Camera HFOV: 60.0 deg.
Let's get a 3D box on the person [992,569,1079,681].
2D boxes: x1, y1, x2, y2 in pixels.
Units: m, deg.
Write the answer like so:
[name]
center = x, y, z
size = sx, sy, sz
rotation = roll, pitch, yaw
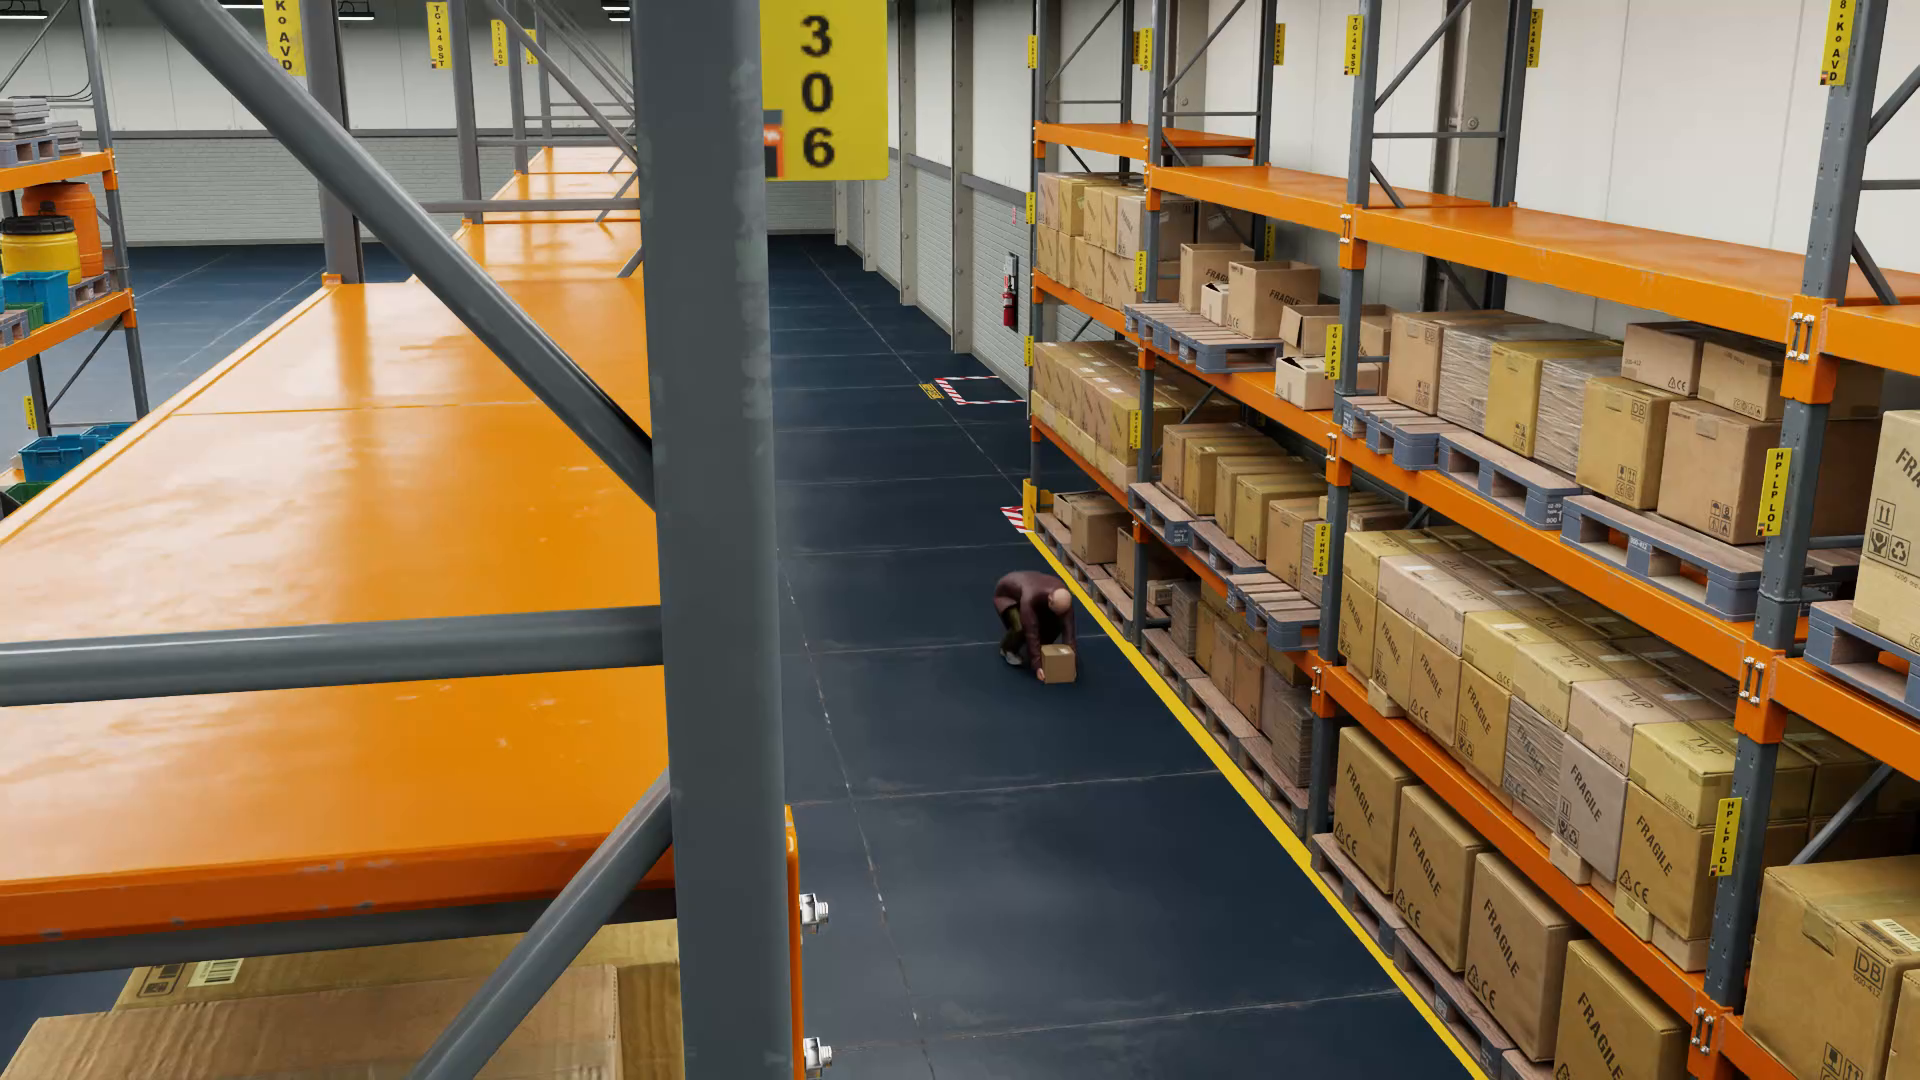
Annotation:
[person]
center = 0.638, 0.687, 13.986
size = 0.571, 0.815, 0.978
rotation = -8, 18, -26
